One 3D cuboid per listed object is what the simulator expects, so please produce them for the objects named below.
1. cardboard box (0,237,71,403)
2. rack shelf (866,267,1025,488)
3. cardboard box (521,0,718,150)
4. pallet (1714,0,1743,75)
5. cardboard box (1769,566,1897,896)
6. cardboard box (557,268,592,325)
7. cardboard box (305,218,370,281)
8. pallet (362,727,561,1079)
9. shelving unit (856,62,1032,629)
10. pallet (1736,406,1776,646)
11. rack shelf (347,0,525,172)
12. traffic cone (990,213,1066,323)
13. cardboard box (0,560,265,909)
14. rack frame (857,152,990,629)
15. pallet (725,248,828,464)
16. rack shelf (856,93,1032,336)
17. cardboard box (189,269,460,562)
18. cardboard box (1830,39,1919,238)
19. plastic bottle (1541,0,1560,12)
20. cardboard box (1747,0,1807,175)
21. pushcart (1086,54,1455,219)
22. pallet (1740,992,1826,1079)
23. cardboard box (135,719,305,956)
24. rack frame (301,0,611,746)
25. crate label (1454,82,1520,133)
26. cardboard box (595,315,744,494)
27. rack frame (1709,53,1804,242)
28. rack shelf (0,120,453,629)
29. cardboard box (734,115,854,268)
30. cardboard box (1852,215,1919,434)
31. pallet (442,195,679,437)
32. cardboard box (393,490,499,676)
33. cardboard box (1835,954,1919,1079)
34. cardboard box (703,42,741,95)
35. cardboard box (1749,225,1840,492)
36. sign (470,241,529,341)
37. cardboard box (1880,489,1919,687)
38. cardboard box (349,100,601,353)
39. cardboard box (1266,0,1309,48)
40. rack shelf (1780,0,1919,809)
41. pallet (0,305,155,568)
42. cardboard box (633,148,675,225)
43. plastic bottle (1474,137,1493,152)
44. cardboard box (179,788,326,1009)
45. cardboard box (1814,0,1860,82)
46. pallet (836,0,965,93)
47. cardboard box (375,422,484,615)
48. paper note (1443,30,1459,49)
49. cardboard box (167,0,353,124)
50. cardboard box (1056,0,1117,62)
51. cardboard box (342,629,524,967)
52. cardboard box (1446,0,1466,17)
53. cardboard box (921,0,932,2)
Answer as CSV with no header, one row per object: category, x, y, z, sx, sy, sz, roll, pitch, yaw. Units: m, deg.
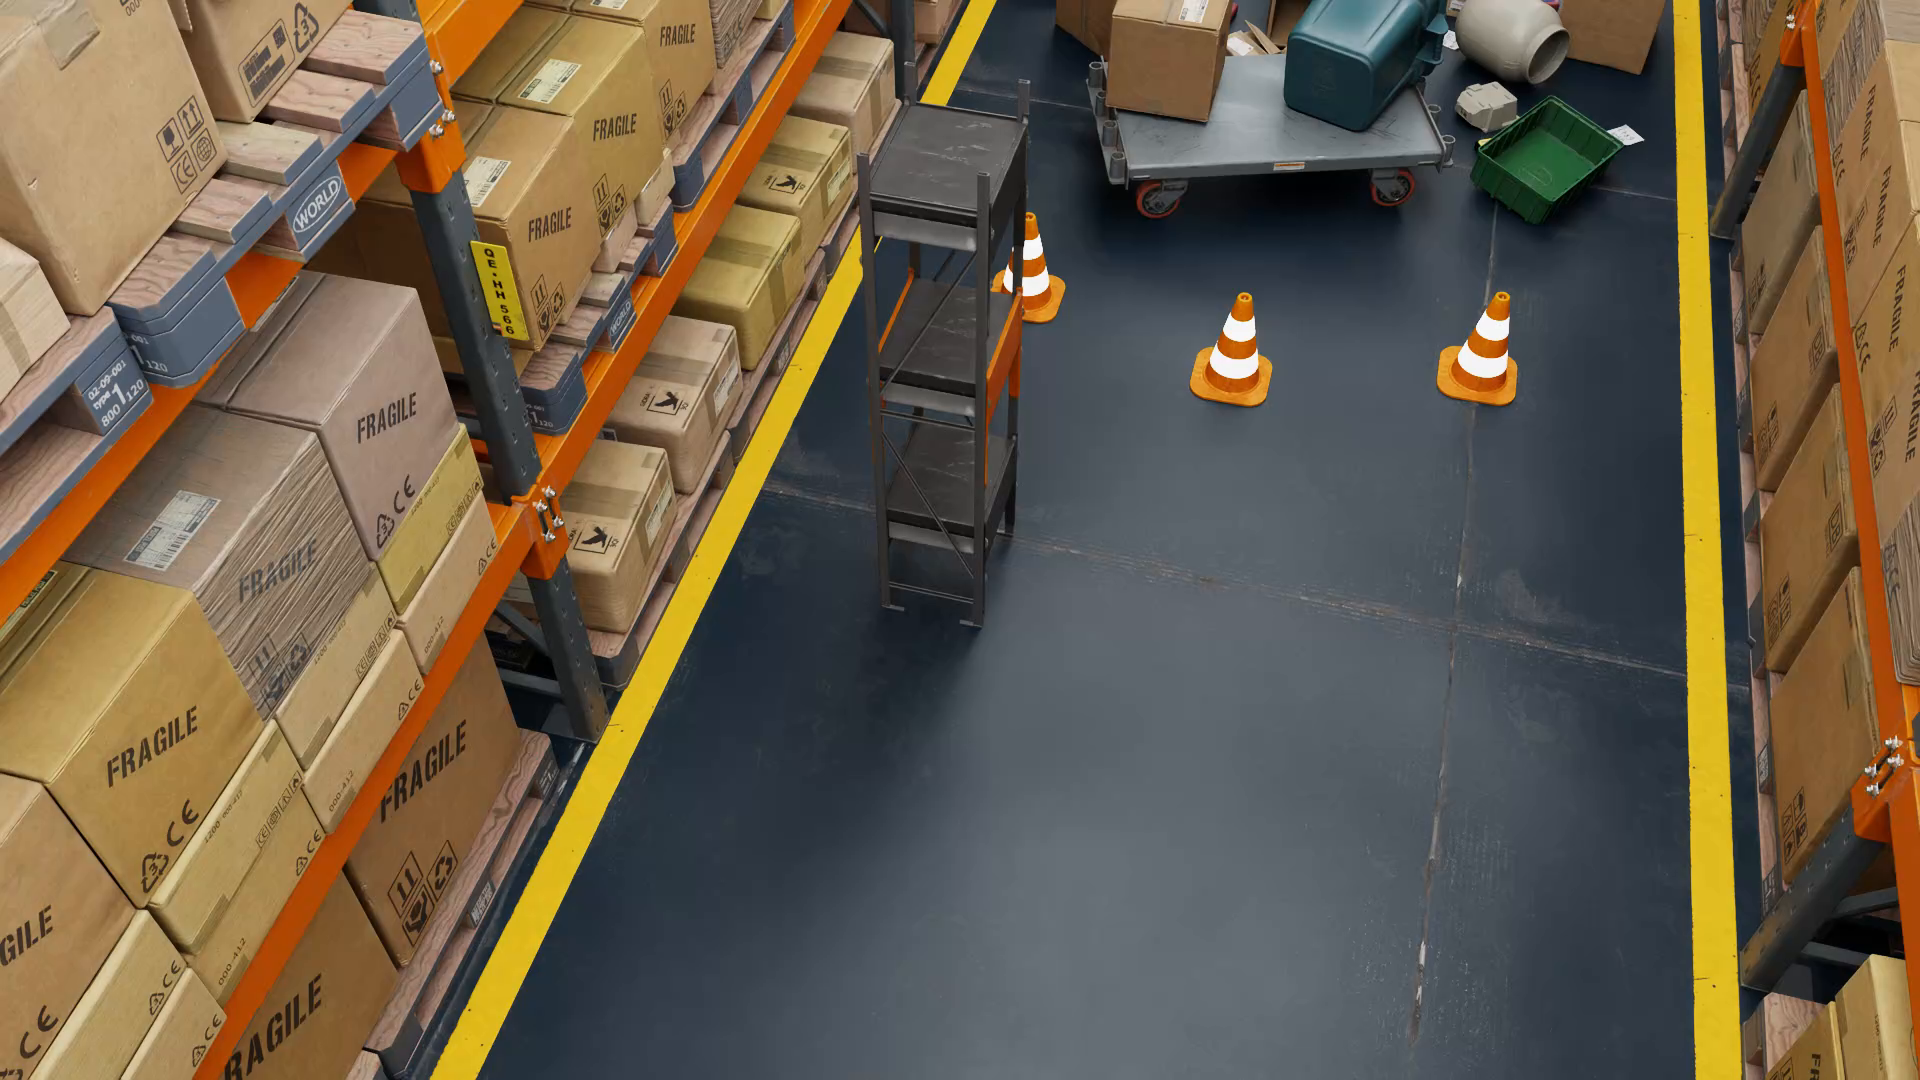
cardboard box,-1.801,-0.414,2.843,0.396,0.266,0.258,10,49,9
rack shelf,-0.044,-0.566,5.786,0.431,0.518,0.480,12,50,10
cardboard box,-1.171,-1.706,5.629,0.500,0.500,0.500,12,50,11
pallet,4.673,-2.879,9.069,1.003,0.211,1.213,12,50,10
cardboard box,3.273,0.694,5.276,1.050,0.750,0.750,11,49,10
cardboard box,-1.405,-0.844,5.301,0.380,0.149,0.250,9,49,8
cardboard box,-1.925,-1.047,5.047,0.500,0.500,0.500,10,49,9
pallet,-2.056,1.086,5.570,1.003,0.211,1.213,12,50,10
shelving unit,-0.044,-0.575,5.776,0.431,2.100,0.503,12,50,10
pallet,3.629,-0.001,6.529,1.003,0.211,1.213,12,50,10
rack shelf,-1.250,-2.594,5.436,1.077,0.370,4.000,12,50,10
traffic cone,0.301,-1.273,7.484,0.336,0.463,0.334,12,50,10
cardboard box,-1.924,0.400,3.582,0.500,0.500,0.500,12,50,10
rack frame,-0.108,-0.399,5.620,0.400,2.100,0.015,12,50,10
pallet,-1.246,-0.914,7.335,1.003,0.211,1.213,12,50,10
rack shelf,-0.044,-1.029,5.261,0.431,0.518,0.480,12,50,10
cardboard box,-1.660,-0.331,4.226,0.500,0.500,0.500,10,49,9
cardboard box,3.414,-1.361,5.803,0.500,0.500,0.500,11,50,10
plastic bottle,3.180,-2.993,9.269,0.283,0.061,0.133,-4,49,-3
cardboard box,4.312,-2.259,7.799,0.875,0.875,0.875,12,50,11
pushcart,1.489,-2.004,8.186,1.648,0.377,0.936,-4,49,-3
pallet,2.819,1.999,4.764,1.003,0.211,1.213,12,50,10
cardboard box,-1.905,0.638,3.871,0.500,0.250,0.500,10,49,9
rack frame,-1.776,-0.392,5.014,1.000,3.000,0.127,12,50,10
crate label,2.709,-2.235,8.550,0.298,0.136,0.250,-19,51,-16
cardboard box,-1.431,-0.604,6.674,0.950,0.372,0.625,11,49,9
rack frame,4.079,-2.382,6.770,1.000,3.000,0.127,12,50,10
rack shelf,-2.303,0.300,2.883,1.077,0.370,4.000,12,50,10
cardboard box,-1.045,-1.655,7.601,0.950,0.372,0.625,14,50,12
cardboard box,3.150,-0.623,5.151,0.500,0.500,0.500,11,49,9
pallet,-1.691,-0.865,5.560,1.213,0.211,1.003,12,50,10
cardboard box,-1.659,0.074,4.703,0.500,0.250,0.500,10,49,9
cardboard box,2.611,1.402,4.317,0.500,0.250,0.500,10,49,8
cardboard box,-1.039,-1.806,6.150,0.380,0.149,0.250,13,50,11
cardboard box,3.744,-0.613,6.429,1.050,0.750,0.750,12,50,10
sign,-1.240,-0.668,4.486,0.100,0.325,0.005,12,50,10
cardboard box,2.885,0.099,4.514,0.500,0.500,0.500,12,50,10
cardboard box,-1.435,-0.943,4.955,0.500,0.500,0.500,10,49,9
cardboard box,2.071,-2.950,8.846,0.797,0.637,0.503,12,50,10
rack shelf,3.552,-0.697,5.763,1.077,0.370,4.000,12,50,10
pallet,-2.186,-0.037,2.826,1.003,0.211,1.213,14,50,12
cardboard box,-1.196,-1.228,5.640,0.380,0.149,0.250,12,50,10
plastic bottle,2.695,-1.907,8.311,0.133,0.061,0.283,-11,50,-10
cardboard box,-1.926,0.808,4.055,0.500,0.250,0.500,11,50,10
cardboard box,3.681,-2.088,6.444,0.500,0.500,0.500,12,50,10
pallet,-0.581,-2.856,9.048,1.003,0.211,1.213,12,50,10
cardboard box,-1.659,-0.108,4.530,0.500,0.250,0.500,11,50,10
paper note,2.671,-2.740,9.072,0.172,0.023,0.155,28,54,22
cardboard box,-1.730,-1.256,3.427,0.797,0.503,0.637,9,49,8
cardboard box,0.871,-2.966,8.951,0.500,0.500,0.500,-27,54,-22
cardboard box,-2.038,0.655,5.227,0.875,0.875,0.875,11,50,10
cardboard box,2.754,-3.084,9.214,0.396,0.266,0.258,19,51,16
cardboard box,-0.308,-3.136,8.490,0.500,0.500,0.500,14,50,12
